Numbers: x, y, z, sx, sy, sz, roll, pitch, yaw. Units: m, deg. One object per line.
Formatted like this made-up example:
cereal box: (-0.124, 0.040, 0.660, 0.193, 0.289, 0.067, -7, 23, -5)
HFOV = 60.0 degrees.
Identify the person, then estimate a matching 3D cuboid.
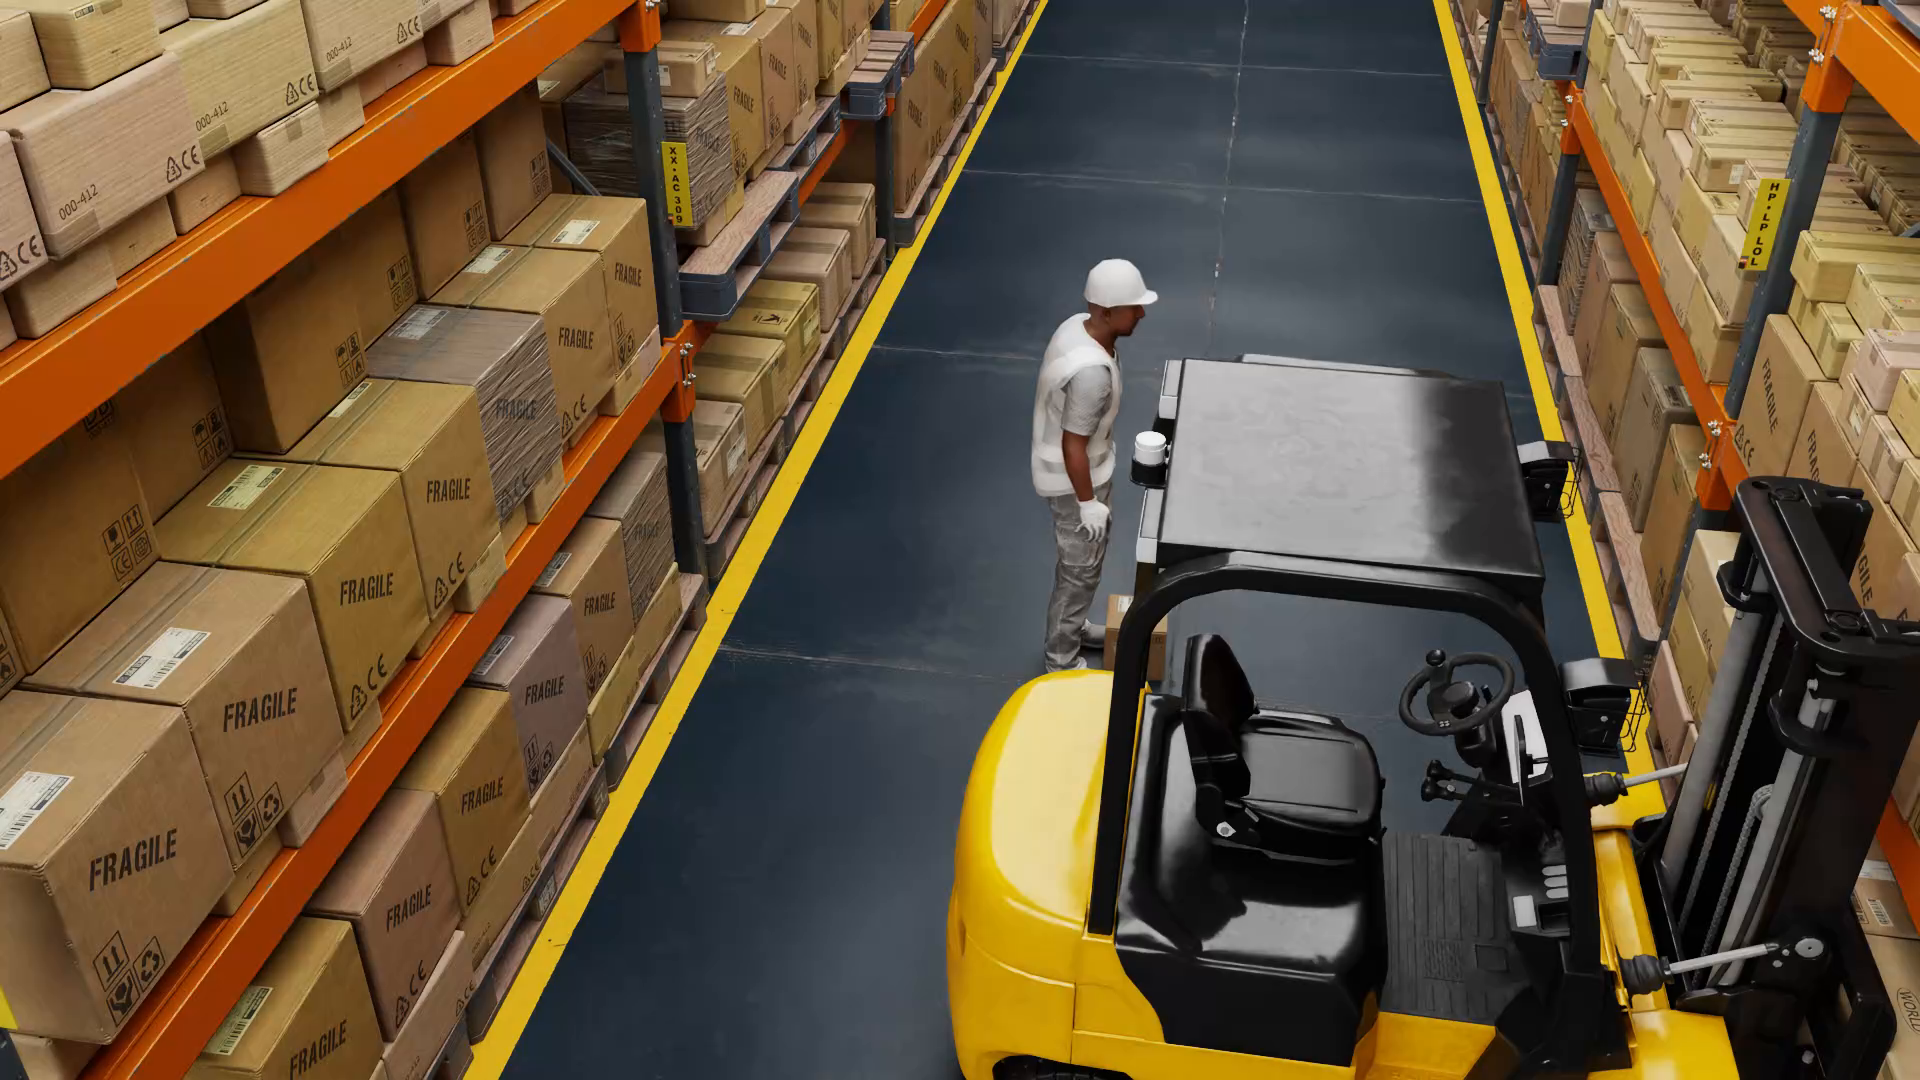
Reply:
person: (0.505, -0.257, 6.536, 0.449, 1.774, 0.633, 4, 32, 7)
